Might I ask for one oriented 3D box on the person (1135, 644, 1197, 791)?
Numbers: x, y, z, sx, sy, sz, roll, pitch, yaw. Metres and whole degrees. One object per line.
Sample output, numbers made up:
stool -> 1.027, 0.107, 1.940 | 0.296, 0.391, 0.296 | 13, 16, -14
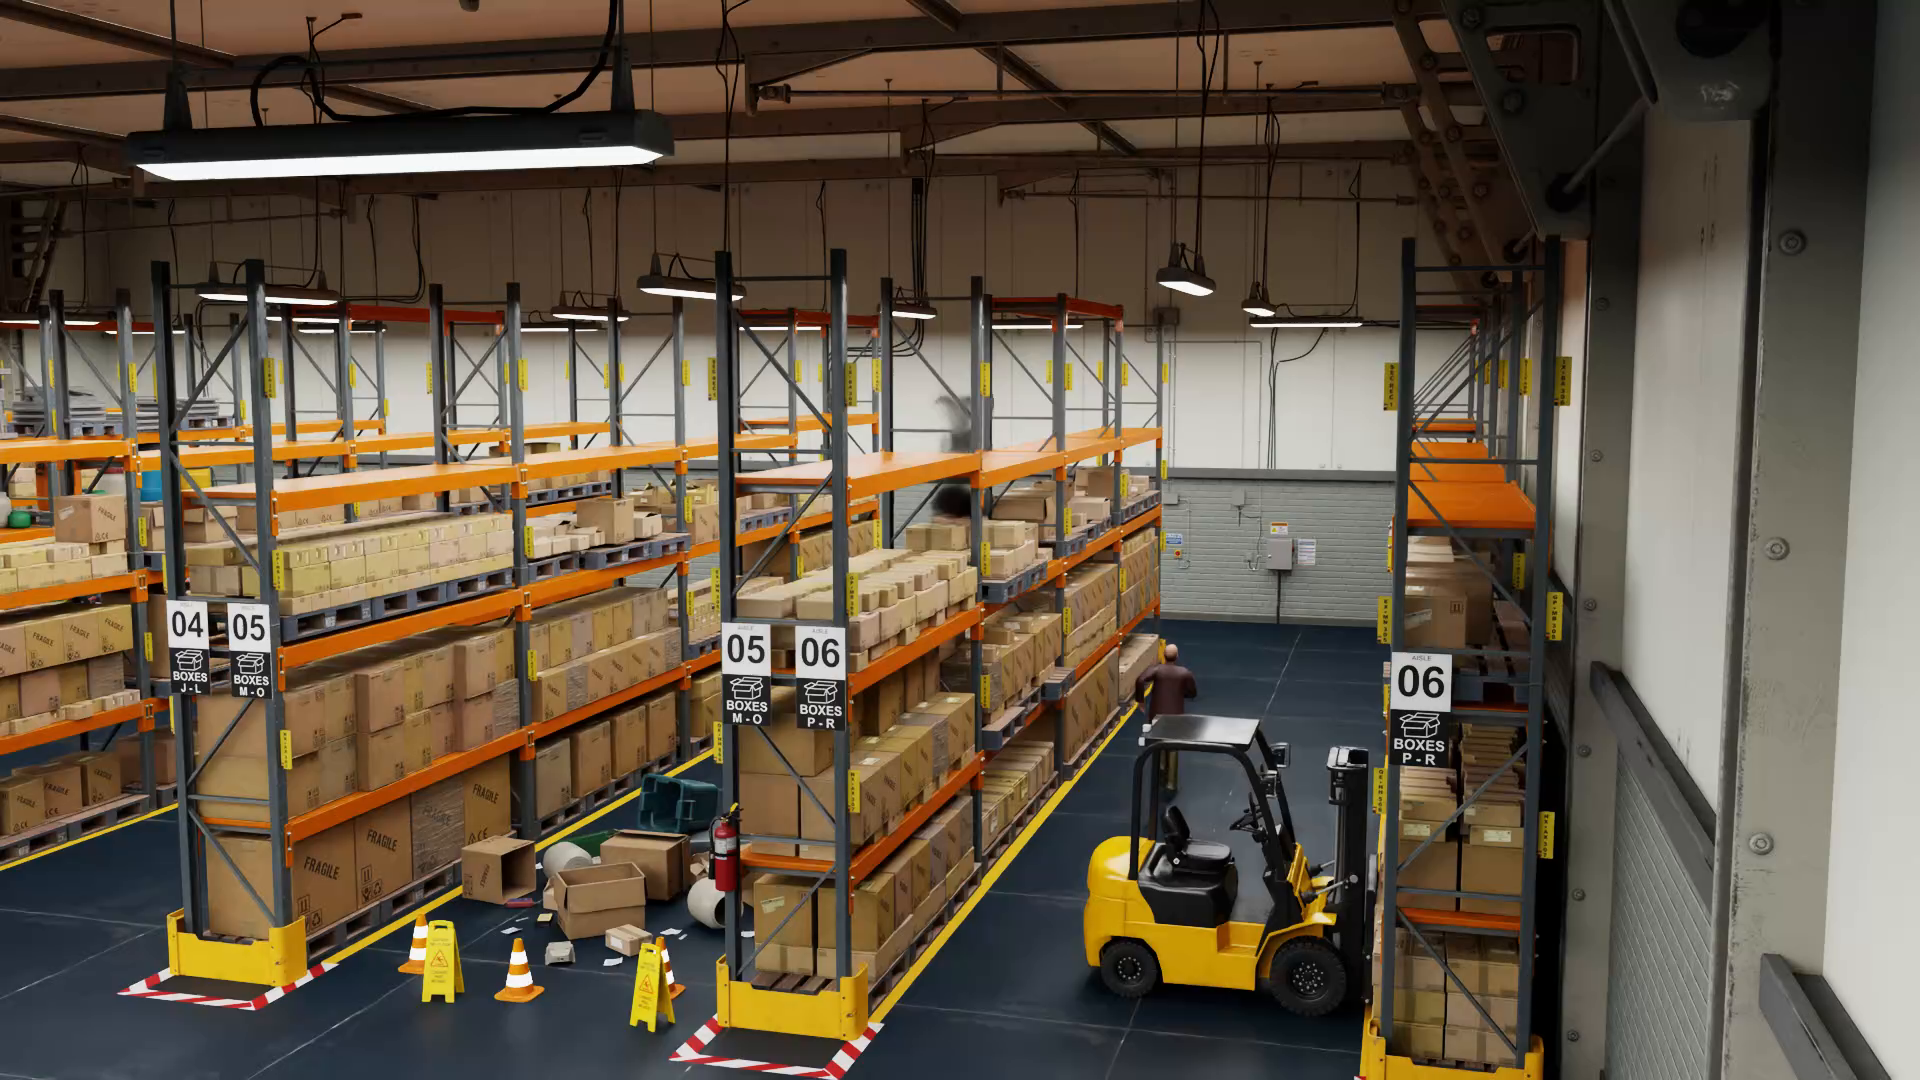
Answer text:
person -> 2.500, 2.154, 20.161 | 0.718, 1.794, 0.921 | 2, 6, 16
